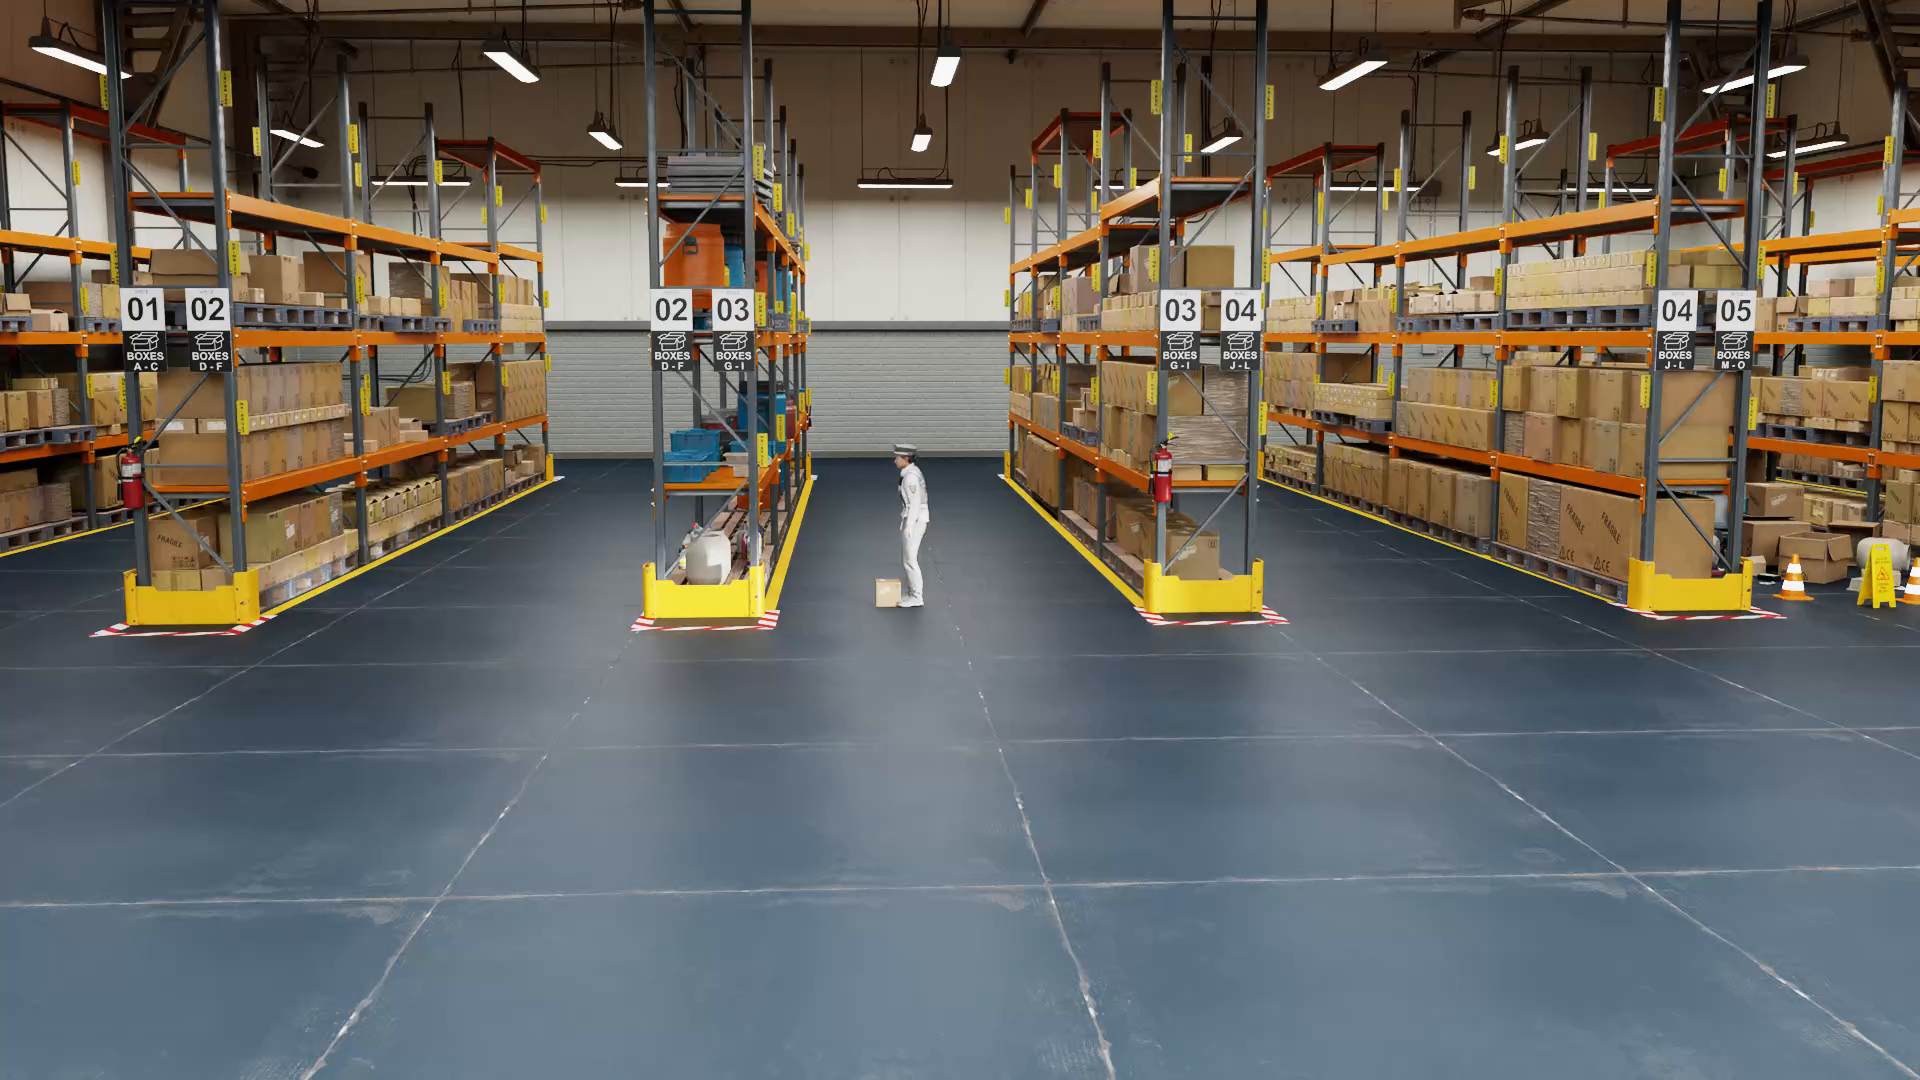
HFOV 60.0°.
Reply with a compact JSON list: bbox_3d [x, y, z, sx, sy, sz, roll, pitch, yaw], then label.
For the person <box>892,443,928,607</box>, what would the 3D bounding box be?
[{"bbox_3d":[-0.508,-0.160,17.044,0.376,1.663,0.539,-1,7,-5],"label":"person"}]
